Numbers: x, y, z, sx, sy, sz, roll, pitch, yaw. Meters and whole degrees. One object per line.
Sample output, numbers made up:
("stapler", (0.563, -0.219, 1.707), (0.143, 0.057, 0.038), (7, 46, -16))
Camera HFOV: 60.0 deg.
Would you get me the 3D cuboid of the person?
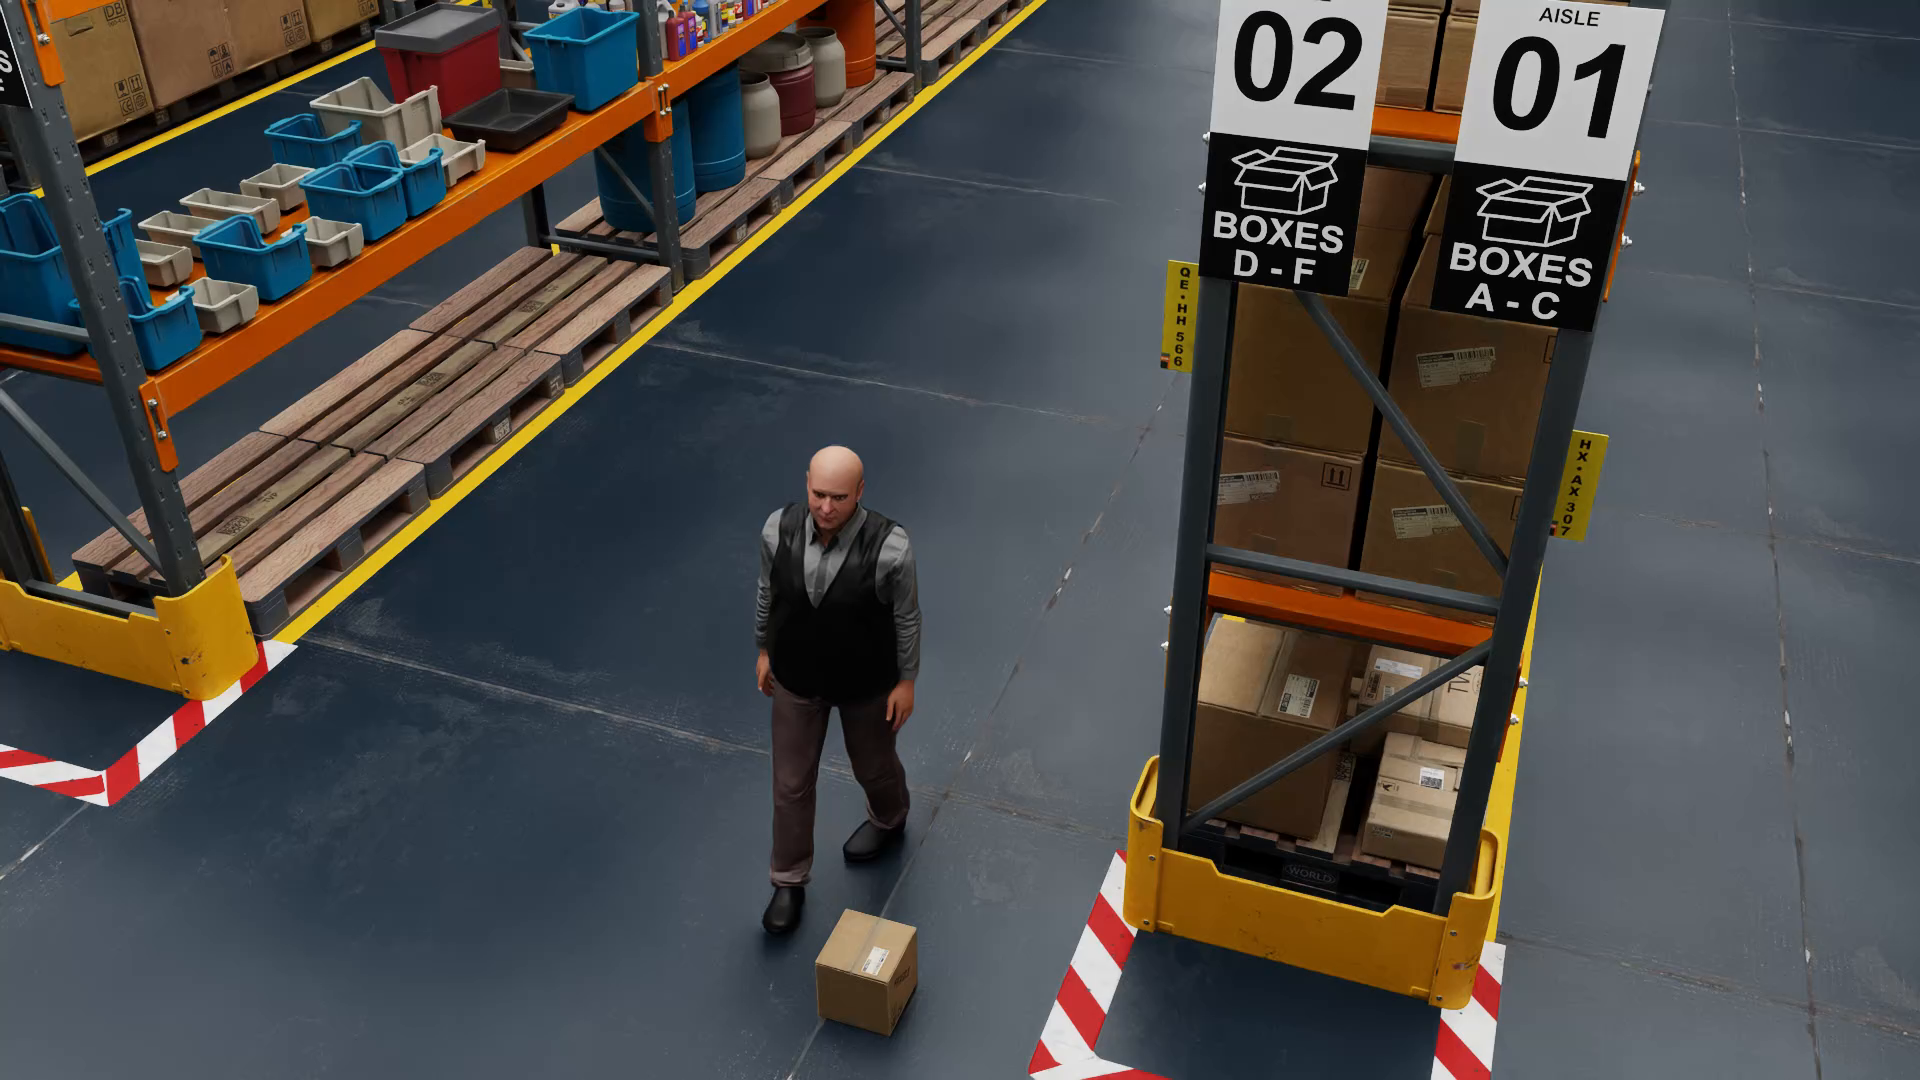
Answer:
("person", (-0.431, 0.486, 5.414), (0.576, 1.713, 0.742), (8, 34, 12))
